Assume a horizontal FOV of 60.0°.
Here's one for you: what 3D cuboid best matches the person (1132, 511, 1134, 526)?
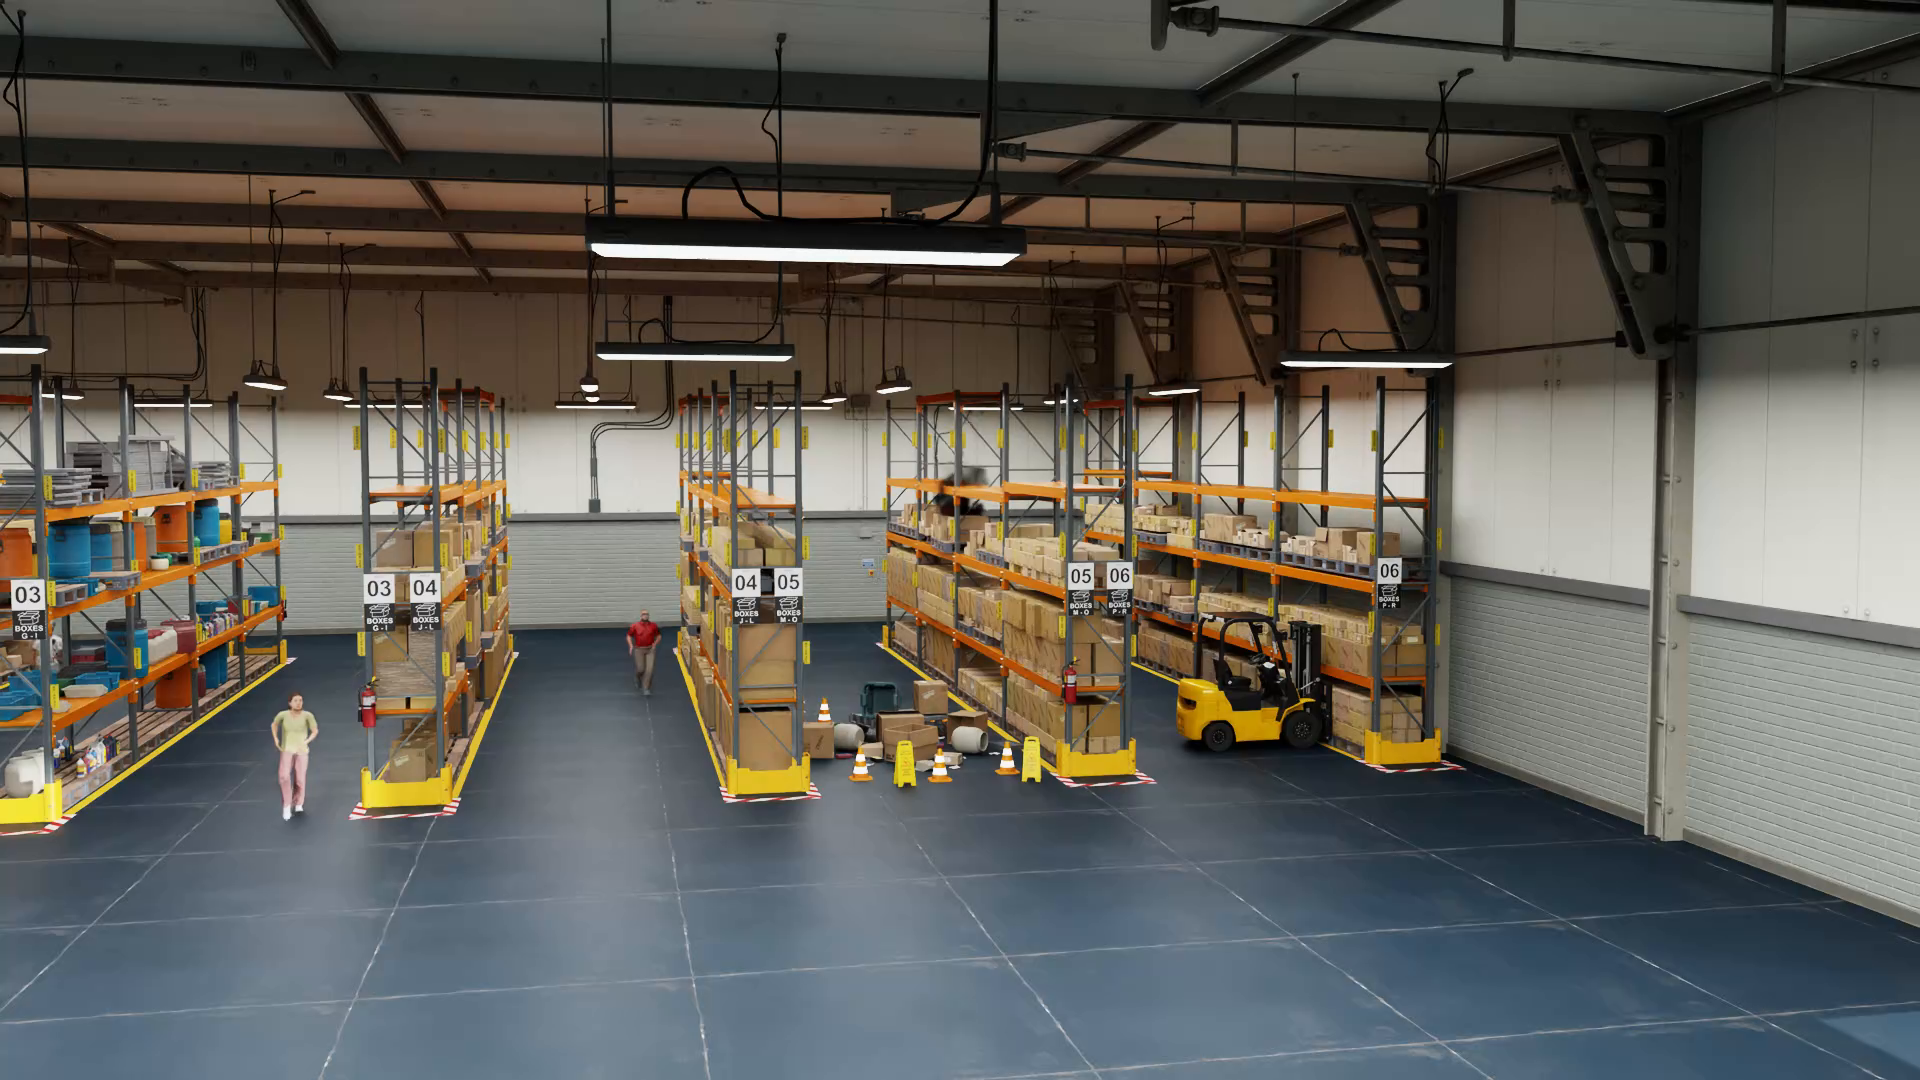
[{"bbox_3d":[-4.808,1.191,27.825,9.452,2.521,24.346,1,4,21],"label":"person"}]

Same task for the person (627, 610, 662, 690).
[{"bbox_3d":[-6.214,2.172,32.805,0.675,1.590,0.544,-1,4,-17],"label":"person"}]

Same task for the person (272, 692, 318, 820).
[{"bbox_3d":[-8.868,2.857,22.175,0.589,1.674,0.668,-1,4,-19],"label":"person"}]

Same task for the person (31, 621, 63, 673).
[{"bbox_3d":[-16.956,2.331,30.902,0.561,1.661,0.570,-2,4,-24],"label":"person"}]
